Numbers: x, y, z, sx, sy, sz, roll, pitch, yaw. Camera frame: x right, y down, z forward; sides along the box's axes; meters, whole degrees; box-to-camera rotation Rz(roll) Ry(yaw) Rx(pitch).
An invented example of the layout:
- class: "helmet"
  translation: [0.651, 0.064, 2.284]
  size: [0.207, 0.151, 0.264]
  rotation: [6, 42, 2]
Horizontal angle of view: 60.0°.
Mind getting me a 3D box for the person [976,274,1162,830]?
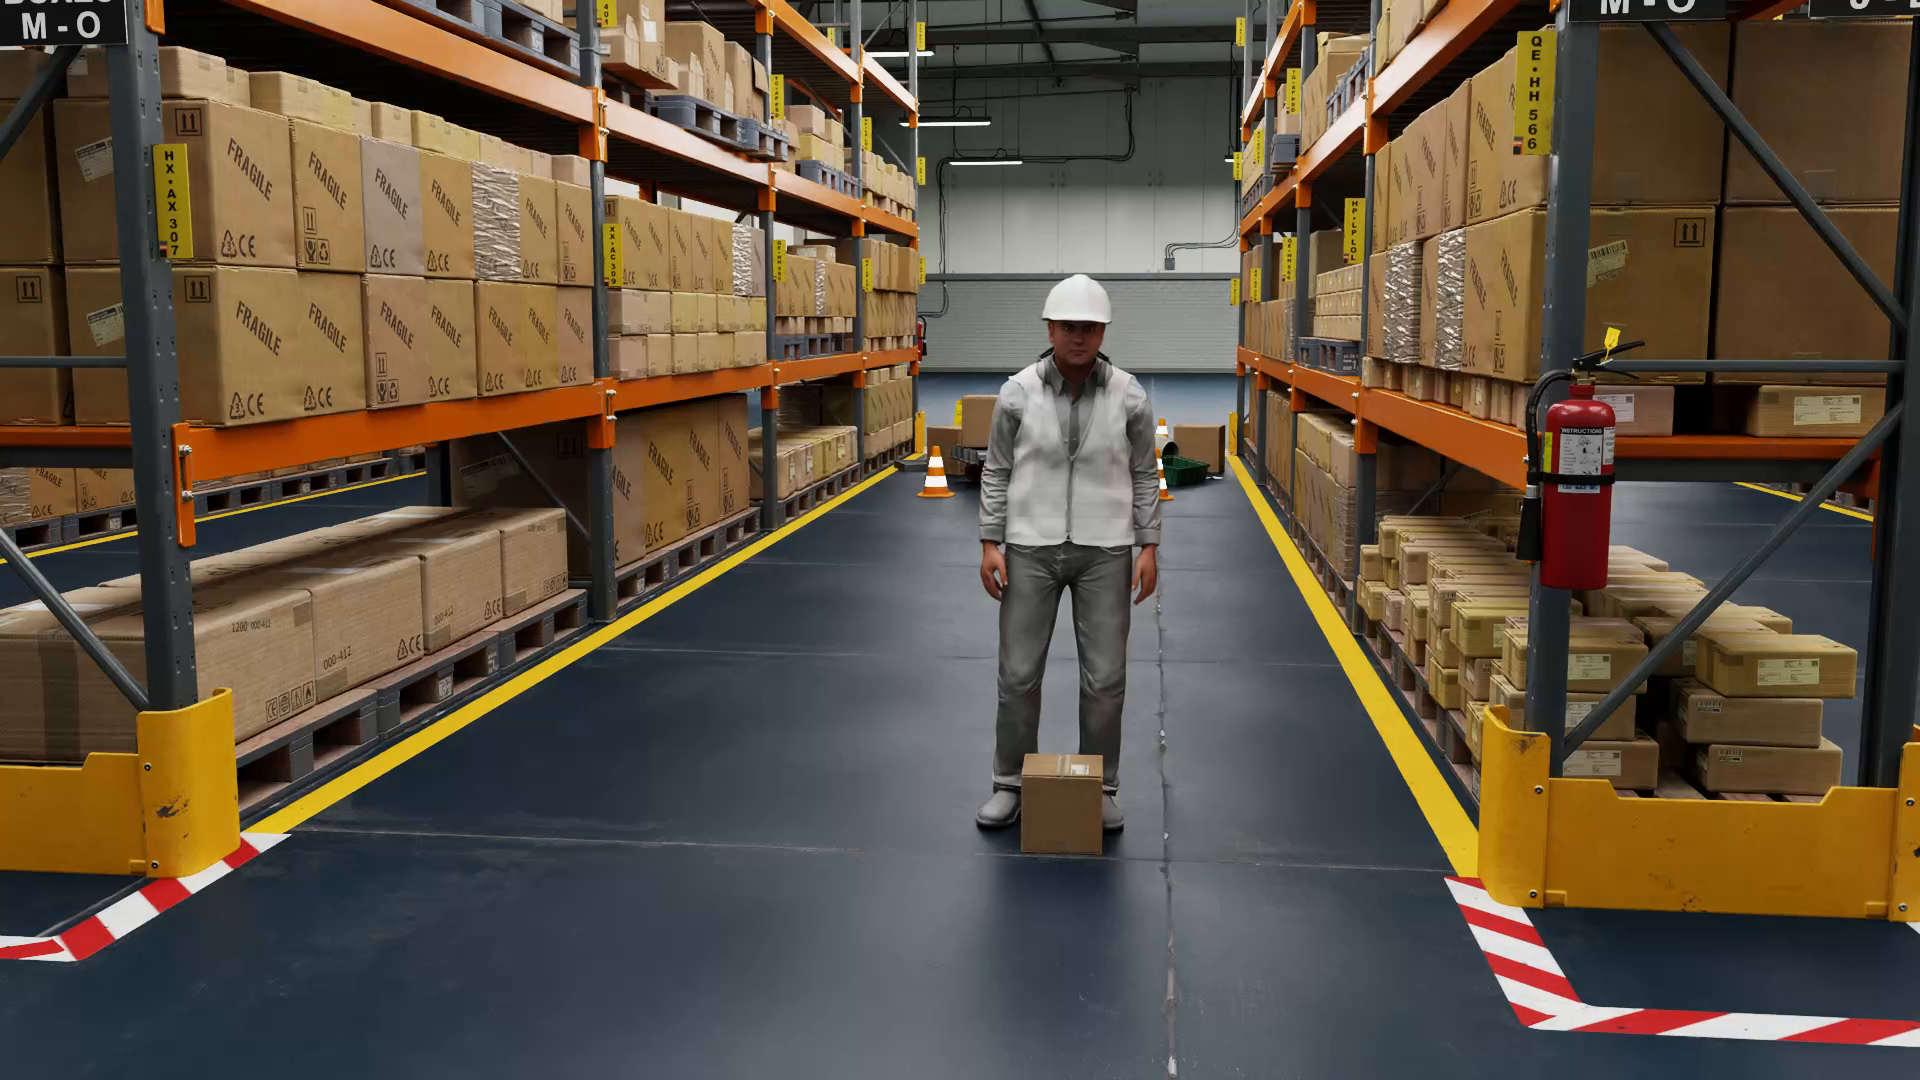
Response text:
- class: "person"
  translation: [0.352, 0.039, 5.385]
  size: [0.591, 1.773, 0.457]
  rotation: [0, 8, 3]
